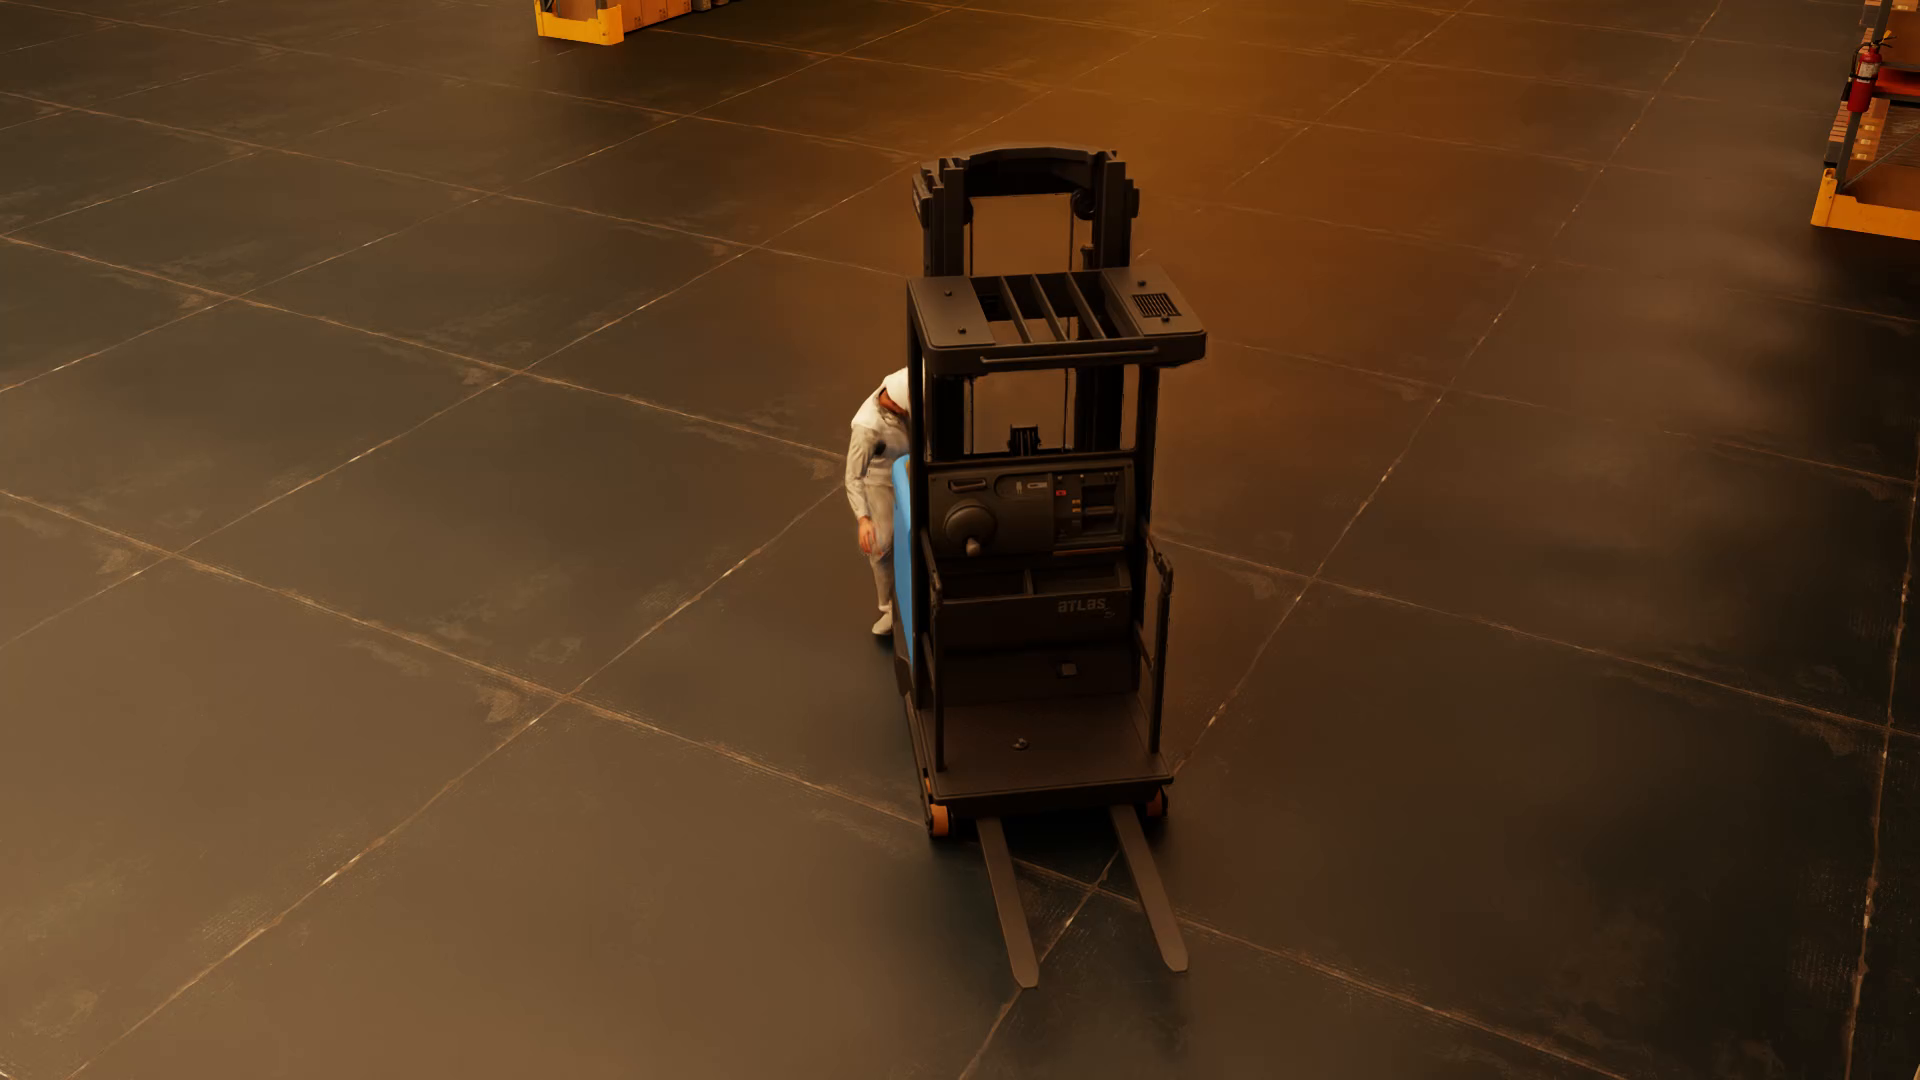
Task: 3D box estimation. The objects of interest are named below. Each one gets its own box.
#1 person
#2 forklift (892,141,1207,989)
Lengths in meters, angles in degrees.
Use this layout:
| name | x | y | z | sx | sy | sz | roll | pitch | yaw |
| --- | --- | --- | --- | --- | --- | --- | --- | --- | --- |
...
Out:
| name | x | y | z | sx | sy | sz | roll | pitch | yaw |
| --- | --- | --- | --- | --- | --- | --- | --- | --- | --- |
| person | -0.279 | -0.377 | 9.171 | 0.682 | 1.505 | 1.148 | 26 | 39 | 37 |
| forklift | 0.357 | -0.092 | 7.230 | 1.130 | 2.935 | 3.031 | -4 | 30 | -7 |
